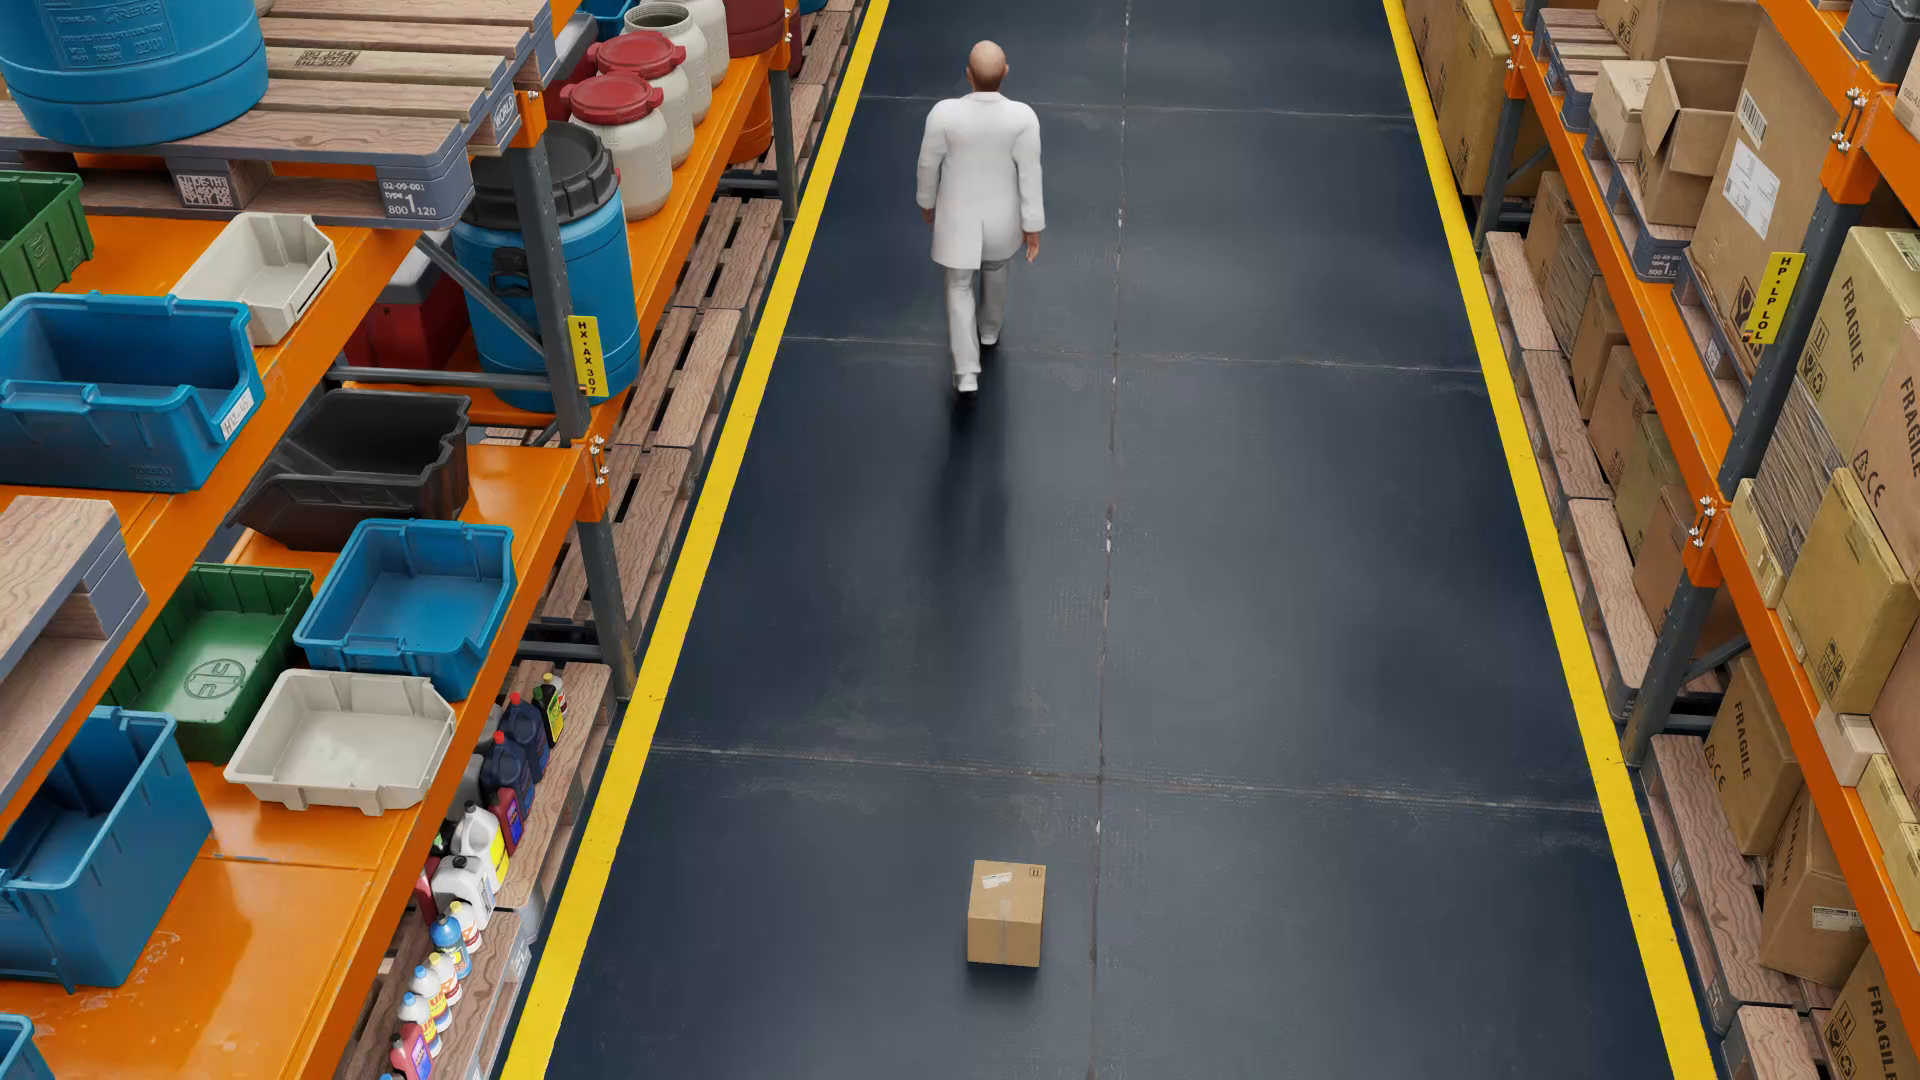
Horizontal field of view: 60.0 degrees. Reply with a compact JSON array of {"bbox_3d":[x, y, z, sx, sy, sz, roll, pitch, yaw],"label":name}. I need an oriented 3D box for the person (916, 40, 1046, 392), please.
[{"bbox_3d":[0.098,-1.589,8.087,0.619,1.739,1.051,-2,40,-2],"label":"person"}]
